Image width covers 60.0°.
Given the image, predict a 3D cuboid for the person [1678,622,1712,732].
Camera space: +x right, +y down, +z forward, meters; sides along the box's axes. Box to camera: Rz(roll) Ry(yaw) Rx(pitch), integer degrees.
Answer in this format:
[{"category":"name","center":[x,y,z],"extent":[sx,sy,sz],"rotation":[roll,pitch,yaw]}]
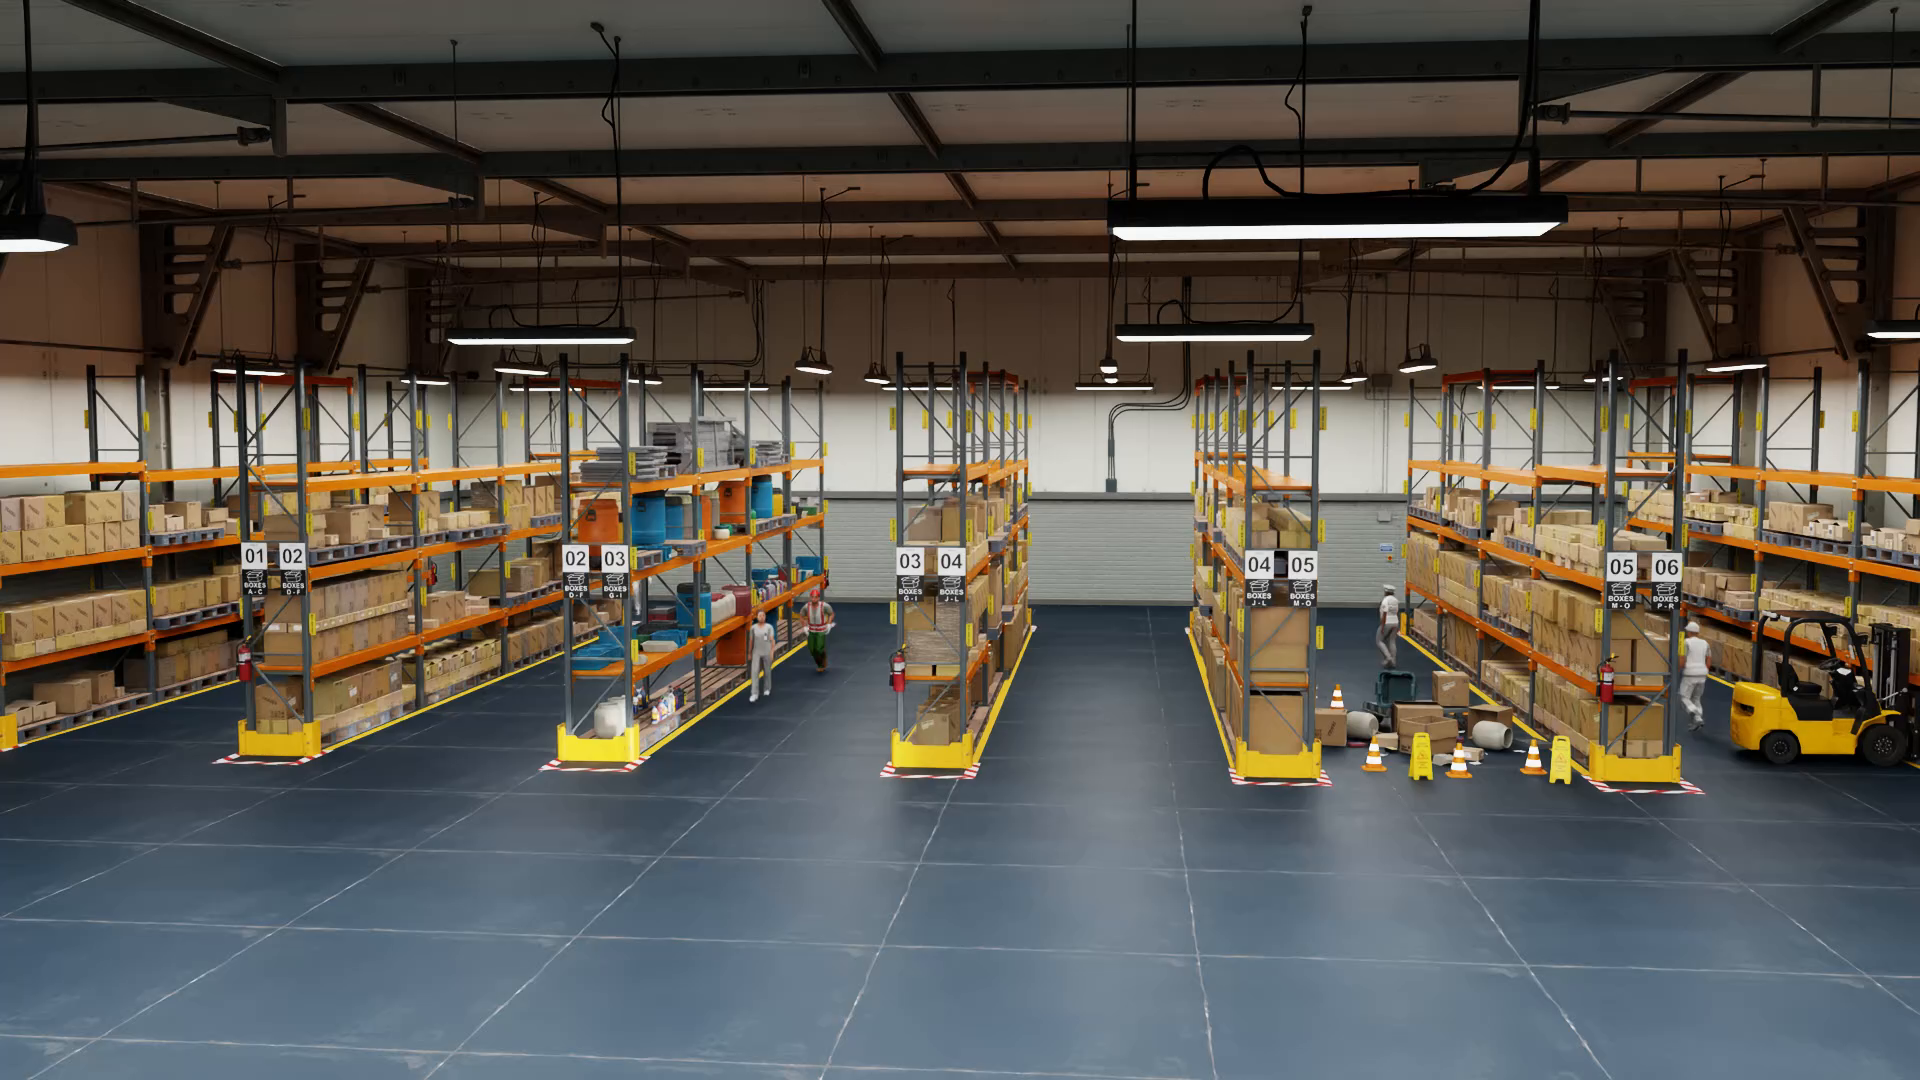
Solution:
[{"category":"person","center":[11.911,2.223,26.923],"extent":[0.616,1.754,0.692],"rotation":[-1,4,-17]}]

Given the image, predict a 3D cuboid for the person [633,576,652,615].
[{"category":"person","center":[-8.393,1.032,43.557],"extent":[0.594,1.785,0.905],"rotation":[-2,5,-27]}]

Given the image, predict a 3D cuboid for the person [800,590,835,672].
[{"category":"person","center":[-2.851,1.811,33.135],"extent":[0.665,1.687,0.627],"rotation":[1,4,14]}]

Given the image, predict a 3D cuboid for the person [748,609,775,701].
[{"category":"person","center":[-3.574,2.047,29.861],"extent":[0.502,1.599,1.044],"rotation":[0,4,-3]}]

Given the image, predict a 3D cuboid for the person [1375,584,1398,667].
[{"category":"person","center":[8.770,1.750,33.954],"extent":[0.503,1.681,0.444],"rotation":[-3,5,-33]}]
